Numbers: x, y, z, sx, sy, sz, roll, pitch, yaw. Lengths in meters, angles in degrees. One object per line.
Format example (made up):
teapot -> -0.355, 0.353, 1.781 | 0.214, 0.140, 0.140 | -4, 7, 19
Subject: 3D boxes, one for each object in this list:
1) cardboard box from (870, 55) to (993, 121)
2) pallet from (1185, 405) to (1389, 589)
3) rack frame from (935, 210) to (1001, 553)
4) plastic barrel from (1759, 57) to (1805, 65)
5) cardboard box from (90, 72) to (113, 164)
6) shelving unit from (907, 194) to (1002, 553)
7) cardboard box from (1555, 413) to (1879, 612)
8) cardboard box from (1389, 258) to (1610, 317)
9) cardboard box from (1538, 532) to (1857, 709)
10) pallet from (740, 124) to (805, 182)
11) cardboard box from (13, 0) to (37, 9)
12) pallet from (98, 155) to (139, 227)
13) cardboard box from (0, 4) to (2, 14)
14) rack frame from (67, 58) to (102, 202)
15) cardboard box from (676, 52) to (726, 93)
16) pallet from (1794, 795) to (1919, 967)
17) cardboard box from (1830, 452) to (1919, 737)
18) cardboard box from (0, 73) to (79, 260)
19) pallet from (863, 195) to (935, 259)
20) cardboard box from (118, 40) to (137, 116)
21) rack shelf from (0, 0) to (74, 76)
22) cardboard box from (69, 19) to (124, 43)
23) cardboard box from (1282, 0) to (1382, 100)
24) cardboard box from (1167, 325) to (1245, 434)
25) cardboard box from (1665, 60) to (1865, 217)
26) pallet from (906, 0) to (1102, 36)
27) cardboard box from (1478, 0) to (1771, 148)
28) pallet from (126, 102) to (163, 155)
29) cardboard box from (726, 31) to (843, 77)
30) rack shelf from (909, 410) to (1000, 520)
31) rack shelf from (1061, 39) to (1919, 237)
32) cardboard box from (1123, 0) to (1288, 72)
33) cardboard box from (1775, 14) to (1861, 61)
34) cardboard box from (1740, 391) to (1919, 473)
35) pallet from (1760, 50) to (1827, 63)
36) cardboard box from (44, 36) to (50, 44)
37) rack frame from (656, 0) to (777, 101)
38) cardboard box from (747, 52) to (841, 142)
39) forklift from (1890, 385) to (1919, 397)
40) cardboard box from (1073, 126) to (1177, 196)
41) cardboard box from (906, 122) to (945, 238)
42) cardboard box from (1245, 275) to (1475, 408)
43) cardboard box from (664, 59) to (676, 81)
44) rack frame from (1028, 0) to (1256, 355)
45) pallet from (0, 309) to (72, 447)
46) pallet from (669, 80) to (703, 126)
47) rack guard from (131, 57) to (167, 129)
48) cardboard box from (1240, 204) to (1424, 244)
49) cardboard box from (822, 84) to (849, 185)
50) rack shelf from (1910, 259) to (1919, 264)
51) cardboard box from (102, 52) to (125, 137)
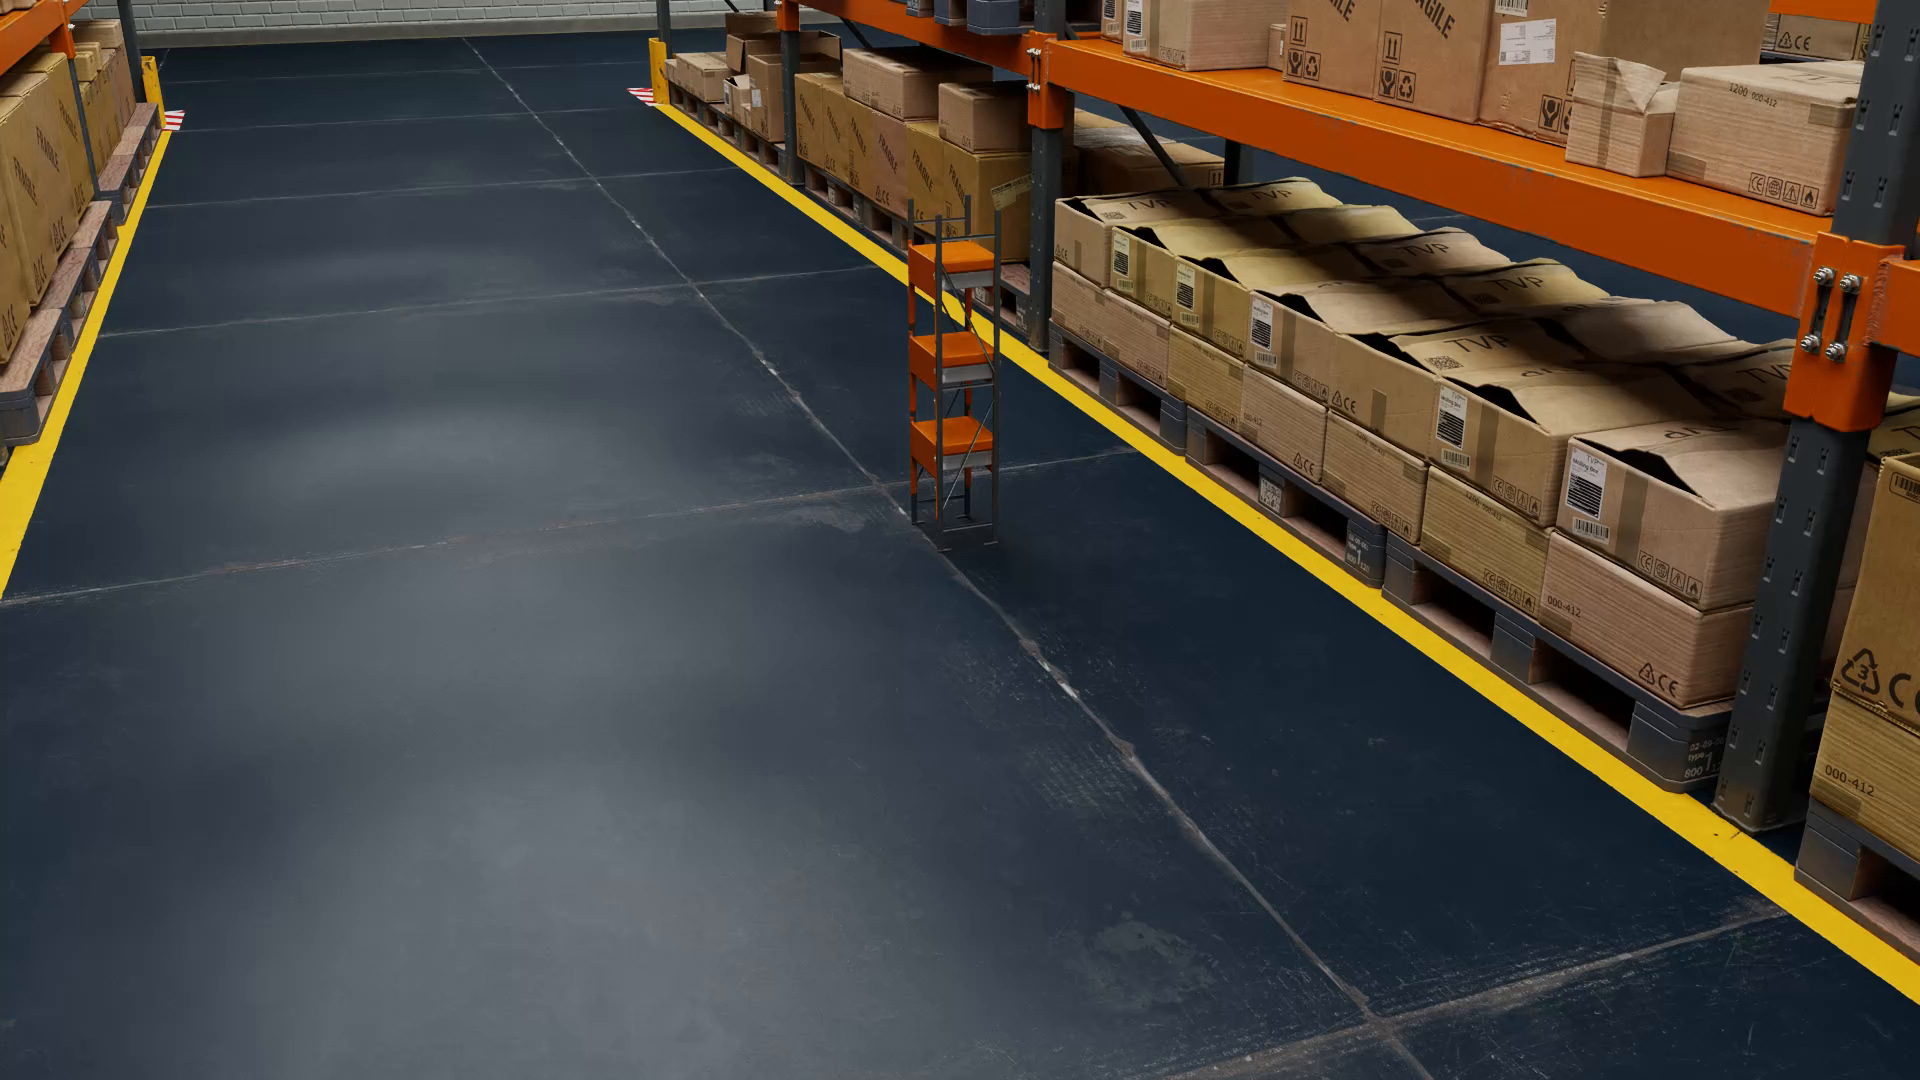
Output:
cardboard box -> -0.153, -2.362, 8.678 | 0.500, 0.250, 0.500 | -9, 24, -20
pallet -> 1.468, -0.235, 5.536 | 1.003, 0.211, 1.213 | -8, 24, -19
rack frame -> 0.024, -0.459, 4.987 | 0.200, 1.050, 0.008 | -8, 24, -19
plastic barrel -> 4.834, -2.613, 10.152 | 0.600, 0.588, 0.708 | -8, 24, -19
cardboard box -> -5.602, -2.550, 10.115 | 0.700, 0.500, 0.500 | -9, 24, -20
shelving unit -> -0.019, -0.503, 5.092 | 0.215, 1.050, 0.252 | -8, 24, -19
cardboard box -> 1.788, -0.106, 3.917 | 0.500, 0.311, 0.500 | -8, 24, -19
cardboard box -> 1.742, -0.741, 5.424 | 0.500, 0.311, 0.500 | -8, 24, -18
cardboard box -> 1.782, 0.149, 4.034 | 0.500, 0.250, 0.500 | -9, 24, -20
pallet -> -0.868, -2.685, 11.349 | 1.003, 0.211, 1.213 | -8, 24, -19
cardboard box -> -4.566, -2.572, 7.788 | 0.380, 0.149, 0.250 | -8, 24, -19
pallet -> -5.455, -2.041, 9.821 | 1.003, 0.211, 1.213 | -8, 24, -19
cardboard box -> -4.467, -2.381, 7.335 | 0.380, 0.149, 0.250 | -9, 24, -20
rack frame -> -5.260, -3.039, 8.599 | 1.000, 3.000, 0.127 | -8, 24, -19
cardboard box -> -1.936, -3.691, 13.119 | 0.500, 0.250, 0.500 | -8, 24, -19
pallet -> 2.441, 0.766, 3.160 | 1.003, 0.211, 1.213 | -8, 24, -19
cardboard box -> 2.070, 0.126, 3.123 | 0.500, 0.500, 0.500 | -8, 24, -19
cardboard box -> -4.591, -1.701, 7.651 | 0.750, 0.750, 0.750 | -8, 24, -17
pallet -> 0.131, -1.701, 9.014 | 1.003, 0.211, 1.213 | -8, 24, -19
cardboard box -> -6.332, -3.294, 11.880 | 0.700, 0.500, 0.500 | -8, 24, -19
rack shelf -> -4.553, -1.981, 7.014 | 1.077, 0.370, 4.000 | -8, 24, -19
cardboard box -> -6.116, -3.571, 11.703 | 0.380, 0.149, 0.250 | -9, 24, -20
cardboard box -> 1.395, -1.706, 5.306 | 0.500, 0.500, 0.500 | -10, 25, -22
cardboard box -> 1.064, -0.592, 5.792 | 0.500, 0.250, 0.500 | -9, 24, -20
cardboard box -> 1.985, -0.917, 3.757 | 0.500, 0.250, 0.500 | -7, 24, -16
pallet -> 0.481, -2.415, 7.365 | 1.213, 0.211, 1.003 | -8, 24, -19
cardboard box -> 1.757, -1.332, 4.420 | 0.500, 0.500, 0.500 | -7, 24, -15
pallet -> -6.317, -2.928, 11.925 | 1.003, 0.211, 1.213 | -8, 24, -19
cardboard box -> -1.295, -3.455, 12.232 | 0.797, 0.503, 0.637 | -8, 24, -19
rack shelf -> -0.019, -0.237, 5.204 | 0.215, 0.259, 0.240 | -8, 24, -19
rack shelf -> 1.493, -1.299, 5.144 | 0.919, 0.124, 3.809 | -8, 24, -19
cardboard box -> 0.921, -1.874, 5.950 | 0.500, 0.311, 0.500 | -9, 24, -20
cardboard box -> 8.166, -4.870, 15.138 | 0.875, 0.875, 0.875 | -8, 24, -19
cardboard box -> 2.287, -0.183, 4.099 | 0.500, 0.311, 0.500 | -8, 24, -19
pallet -> 8.012, -4.524, 15.712 | 1.003, 0.211, 1.213 | -8, 24, -19
cardboard box -> -6.205, -3.243, 10.925 | 0.380, 0.149, 0.250 | -8, 24, -18
rack frame -> -2.040, -5.174, 13.663 | 1.000, 3.000, 0.127 | -8, 24, -19
cardboard box -> -1.093, -2.939, 11.014 | 0.500, 0.500, 0.500 | -8, 24, -19
forklift -> 3.562, -1.107, 4.103 | 1.130, 2.935, 3.031 | -8, 24, -18
cardboard box -> 0.703, -1.712, 8.101 | 0.500, 0.500, 0.500 | -9, 25, -21
cardboard box -> 0.054, -1.813, 8.342 | 0.500, 0.500, 0.500 | -9, 25, -21
cardboard box -> 1.250, -0.659, 5.229 | 0.500, 0.311, 0.500 | -9, 24, -20
cardboard box -> -2.213, -3.863, 13.658 | 0.380, 0.149, 0.250 | -8, 24, -19
rack frame -> 0.787, -2.267, 6.766 | 1.000, 3.000, 0.127 | -8, 24, -19
pallet -> -4.054, -0.598, 6.396 | 1.003, 0.211, 1.213 | -8, 24, -19
pallet -> -1.730, -3.571, 13.452 | 1.003, 0.211, 1.213 | -8, 24, -19
rack guard -> -6.681, -3.350, 12.553 | 1.175, 0.500, 0.348 | -8, 24, -19
cardboard box -> 1.392, -1.107, 6.293 | 0.500, 0.311, 0.500 | -9, 24, -20
cardboard box -> -0.485, -2.370, 9.662 | 0.500, 0.500, 0.500 | -8, 24, -18
rack shelf -> 2.906, 0.122, 1.682 | 0.919, 0.052, 3.809 | -8, 24, -19
cardboard box -> -5.977, -2.929, 11.015 | 0.700, 0.500, 0.500 | -9, 25, -21
